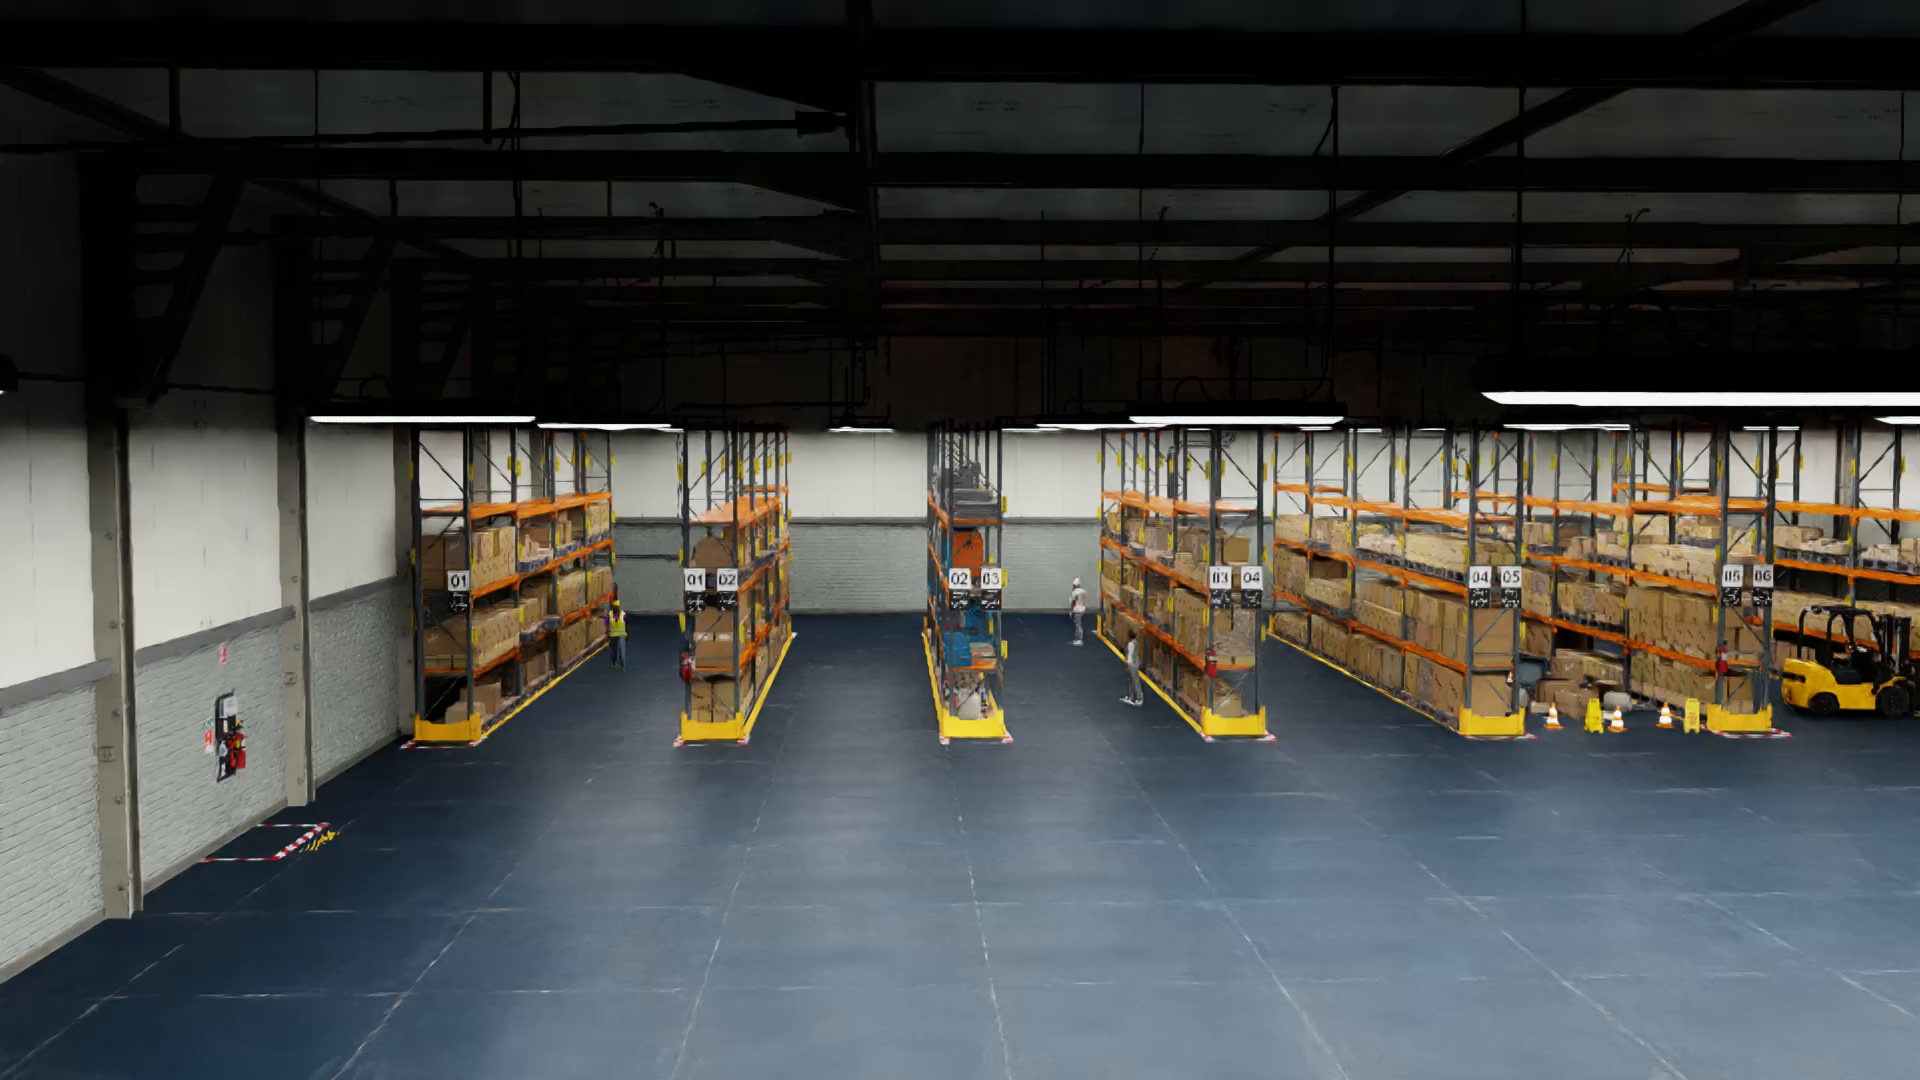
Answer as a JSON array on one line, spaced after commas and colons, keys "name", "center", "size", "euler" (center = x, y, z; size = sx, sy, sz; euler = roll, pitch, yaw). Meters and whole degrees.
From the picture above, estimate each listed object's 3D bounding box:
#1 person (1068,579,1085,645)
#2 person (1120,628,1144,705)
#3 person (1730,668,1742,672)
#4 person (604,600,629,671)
[{"name": "person", "center": [3.151, 1.932, 45.056], "size": [0.583, 1.782, 0.665], "euler": [2, 4, 28]}, {"name": "person", "center": [3.637, 2.661, 35.167], "size": [0.538, 1.587, 0.541], "euler": [1, 4, 15]}, {"name": "person", "center": [16.584, 2.592, 35.653], "size": [0.455, 1.671, 0.525], "euler": [2, 4, 29]}, {"name": "person", "center": [-8.287, 2.292, 40.124], "size": [0.571, 1.708, 1.033], "euler": [-1, 4, -10]}]
